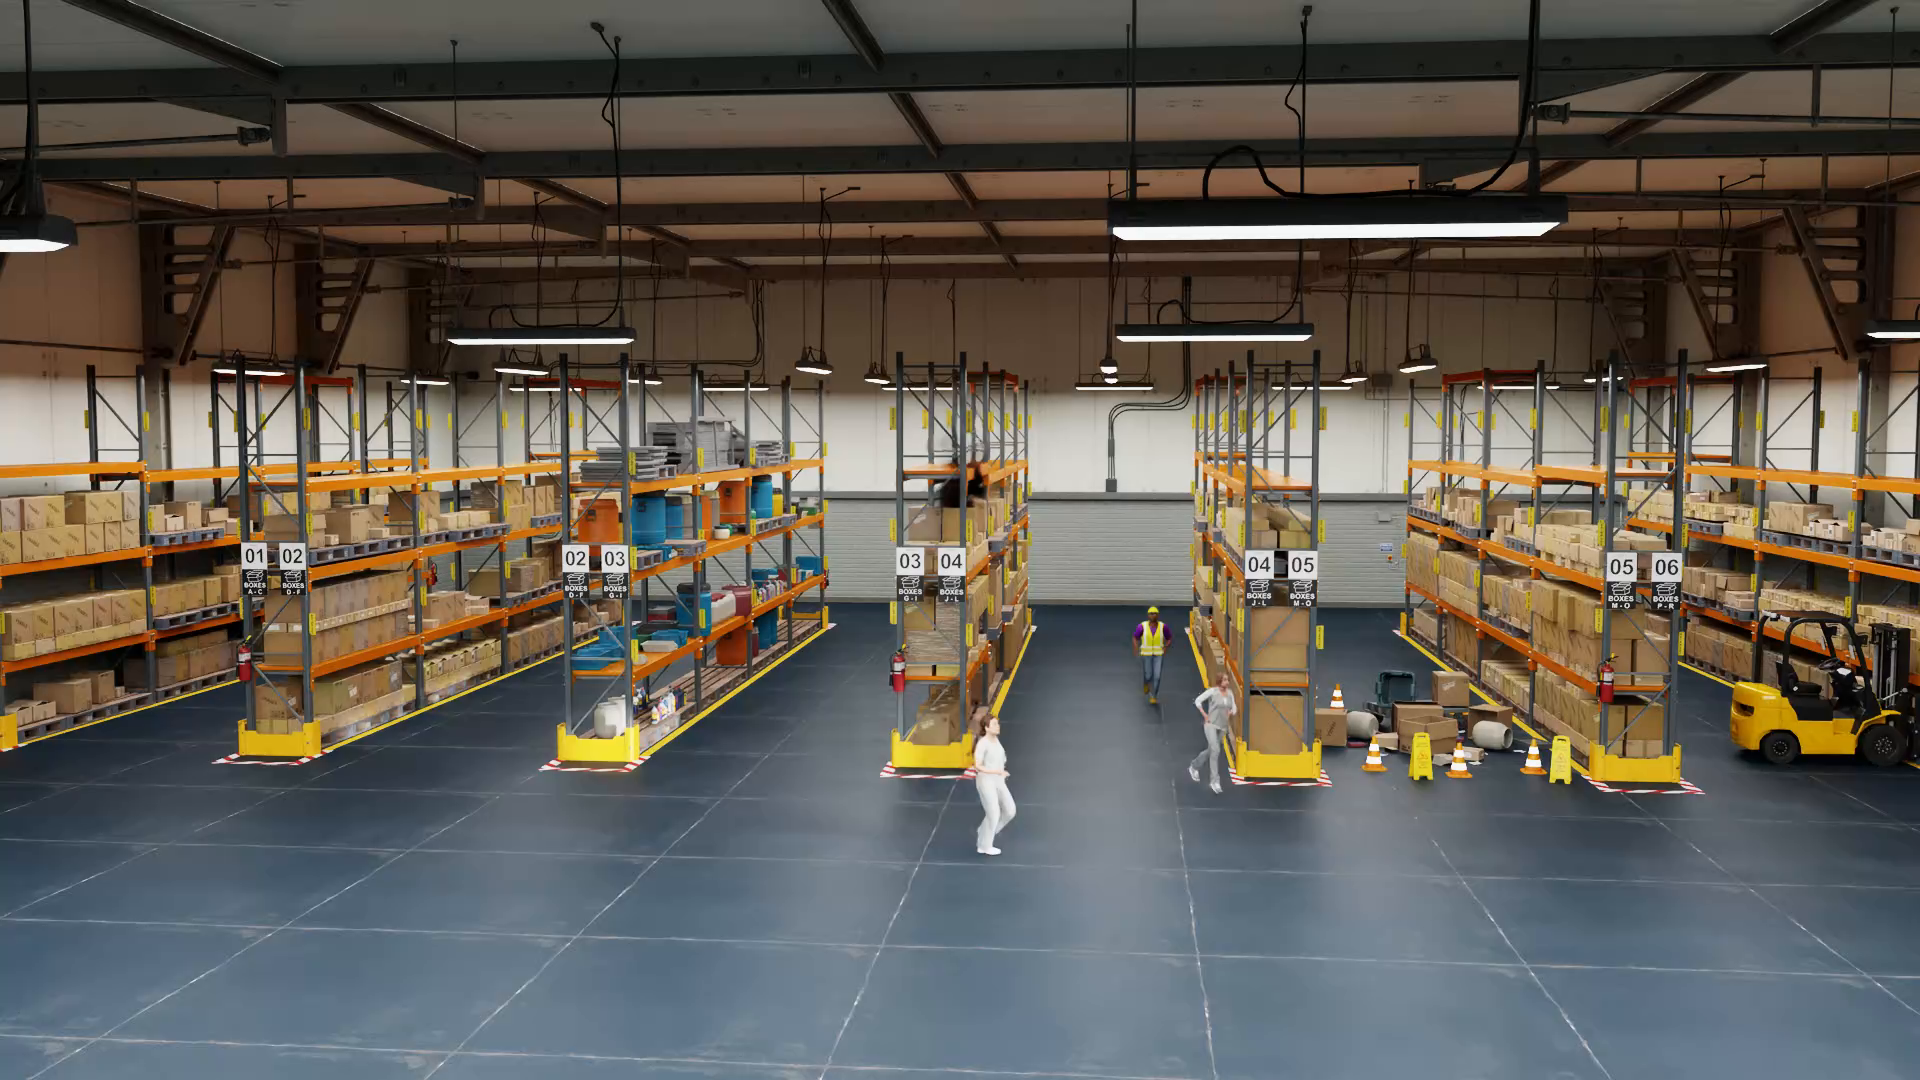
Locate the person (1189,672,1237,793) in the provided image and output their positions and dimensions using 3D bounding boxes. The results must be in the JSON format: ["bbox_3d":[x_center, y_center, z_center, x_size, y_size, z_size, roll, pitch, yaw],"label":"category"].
[{"bbox_3d":[3.515,2.601,22.818,0.544,1.613,0.796,-2,5,-28],"label":"person"}]

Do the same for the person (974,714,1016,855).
[{"bbox_3d":[0.412,2.823,19.184,0.530,1.630,0.575,3,5,33],"label":"person"}]

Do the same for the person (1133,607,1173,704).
[{"bbox_3d":[3.437,2.042,29.645,0.707,1.720,0.587,0,4,3],"label":"person"}]
